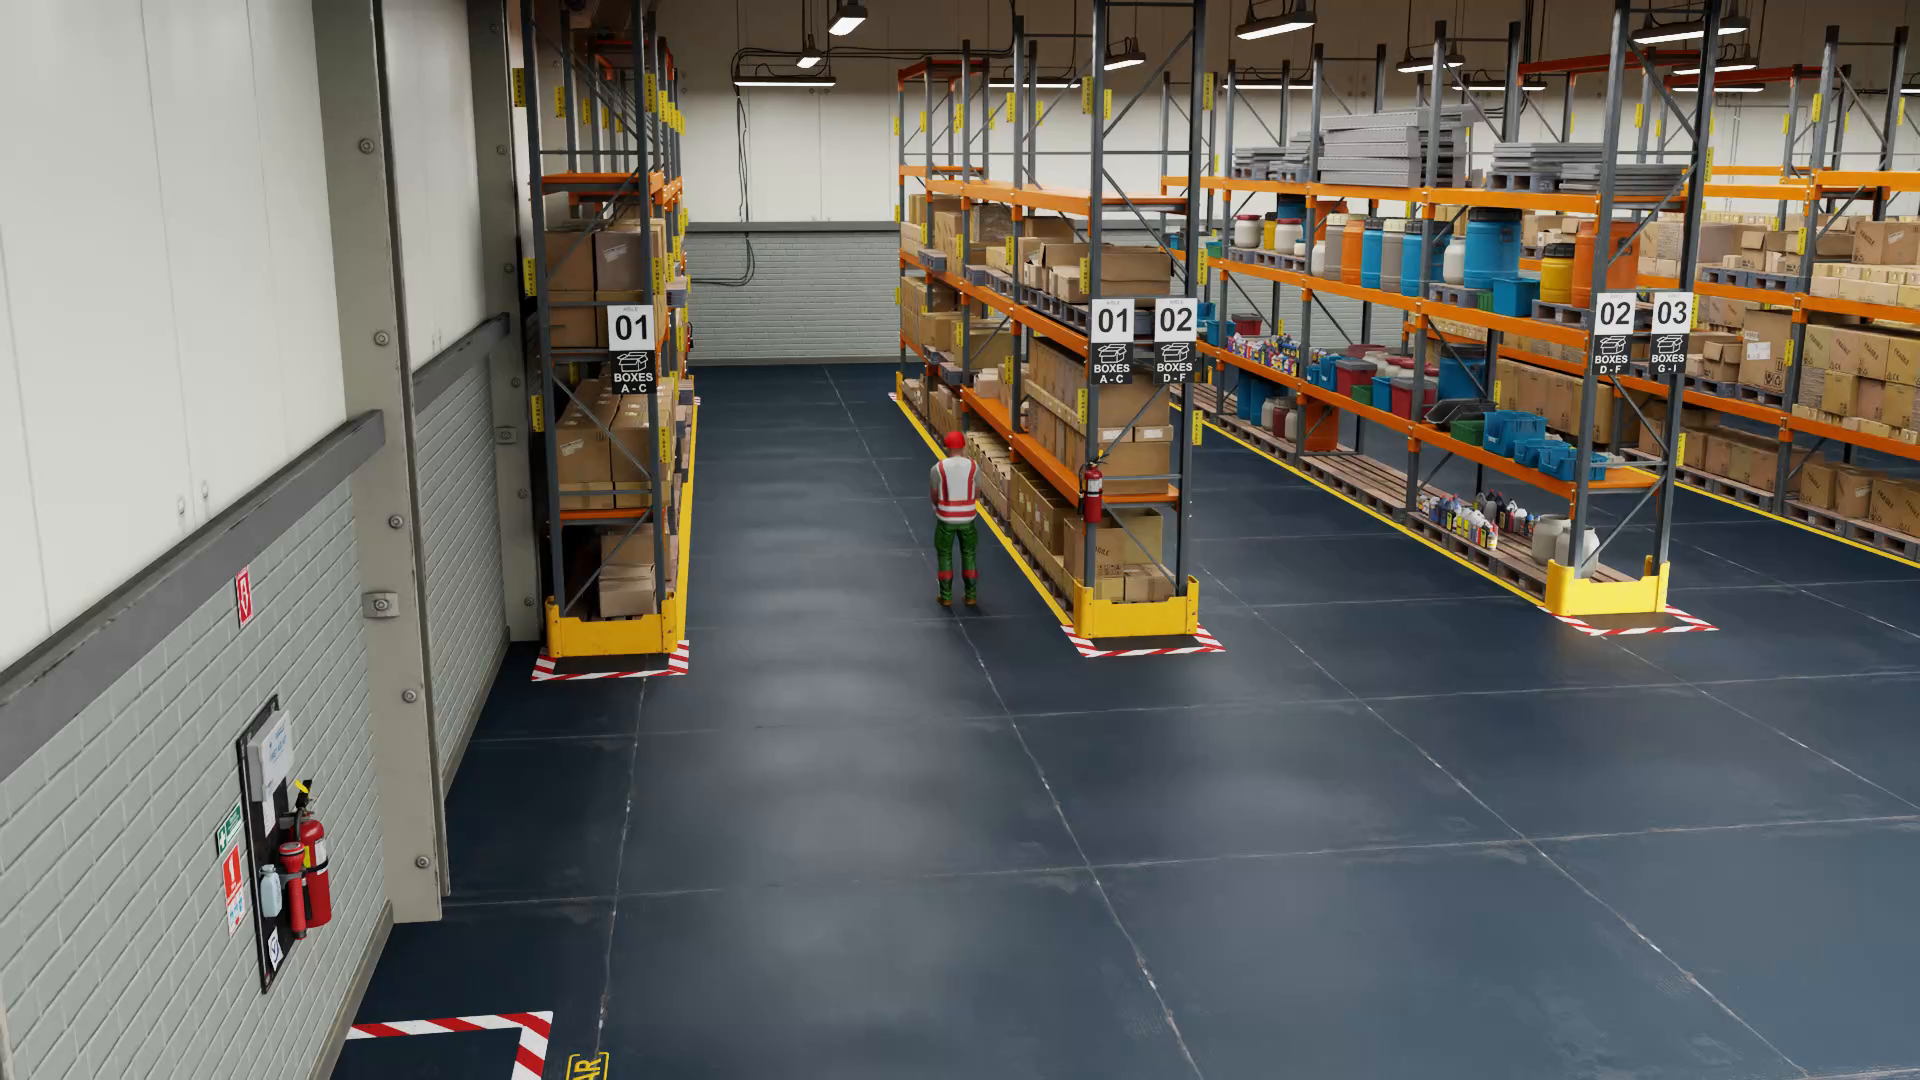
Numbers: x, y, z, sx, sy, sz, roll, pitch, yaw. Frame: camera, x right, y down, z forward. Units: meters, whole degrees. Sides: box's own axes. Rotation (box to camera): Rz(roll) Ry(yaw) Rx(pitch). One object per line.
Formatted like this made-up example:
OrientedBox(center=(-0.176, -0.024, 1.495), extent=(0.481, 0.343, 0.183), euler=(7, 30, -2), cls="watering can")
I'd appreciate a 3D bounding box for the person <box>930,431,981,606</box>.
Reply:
OrientedBox(center=(-0.057, -0.239, 16.956), extent=(0.528, 1.792, 0.508), euler=(-2, 13, -9), cls="person")
